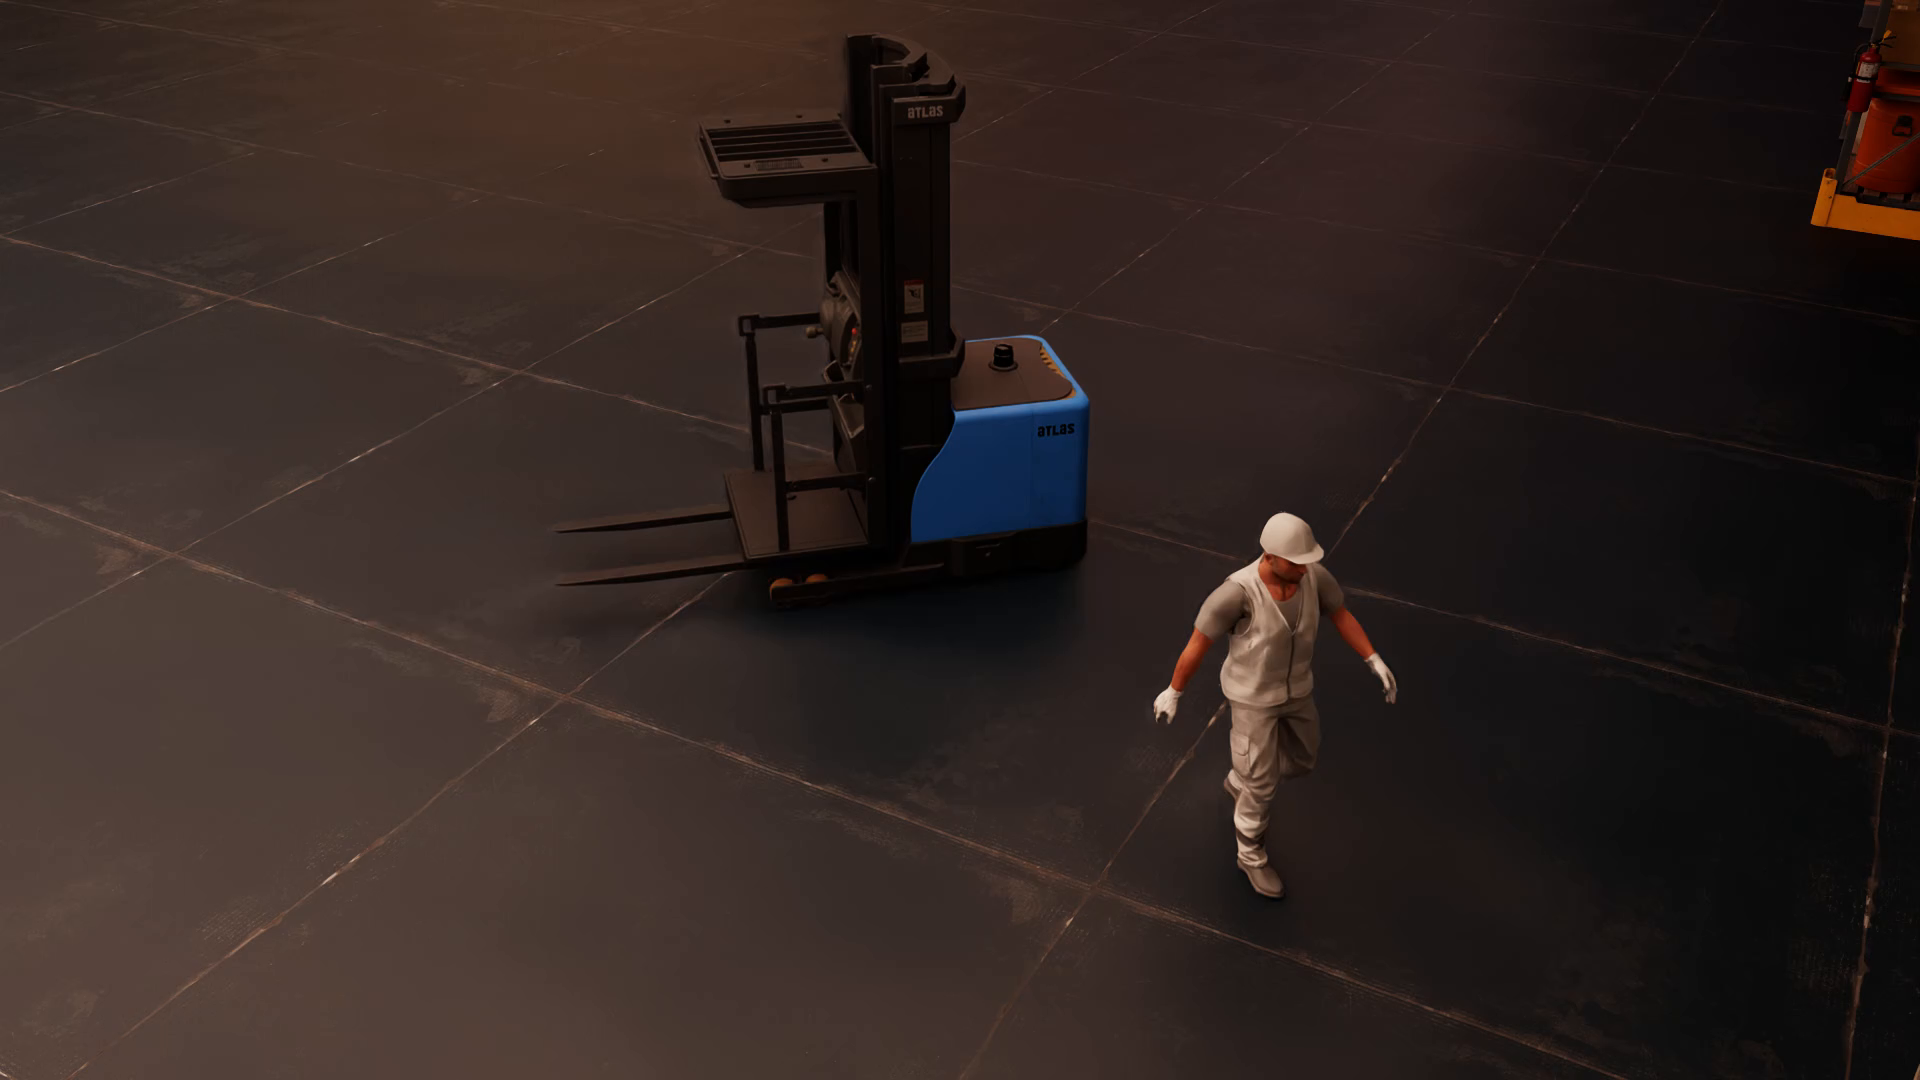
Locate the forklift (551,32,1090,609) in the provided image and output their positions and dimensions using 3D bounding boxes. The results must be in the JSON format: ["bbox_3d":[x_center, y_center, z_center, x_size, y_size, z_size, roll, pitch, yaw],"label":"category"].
[{"bbox_3d":[-0.835,-1.177,9.109,3.031,2.935,1.130,-7,31,-12],"label":"forklift"}]

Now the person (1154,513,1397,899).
[{"bbox_3d":[1.313,0.661,7.094,0.889,1.764,0.690,-16,33,-25],"label":"person"}]
